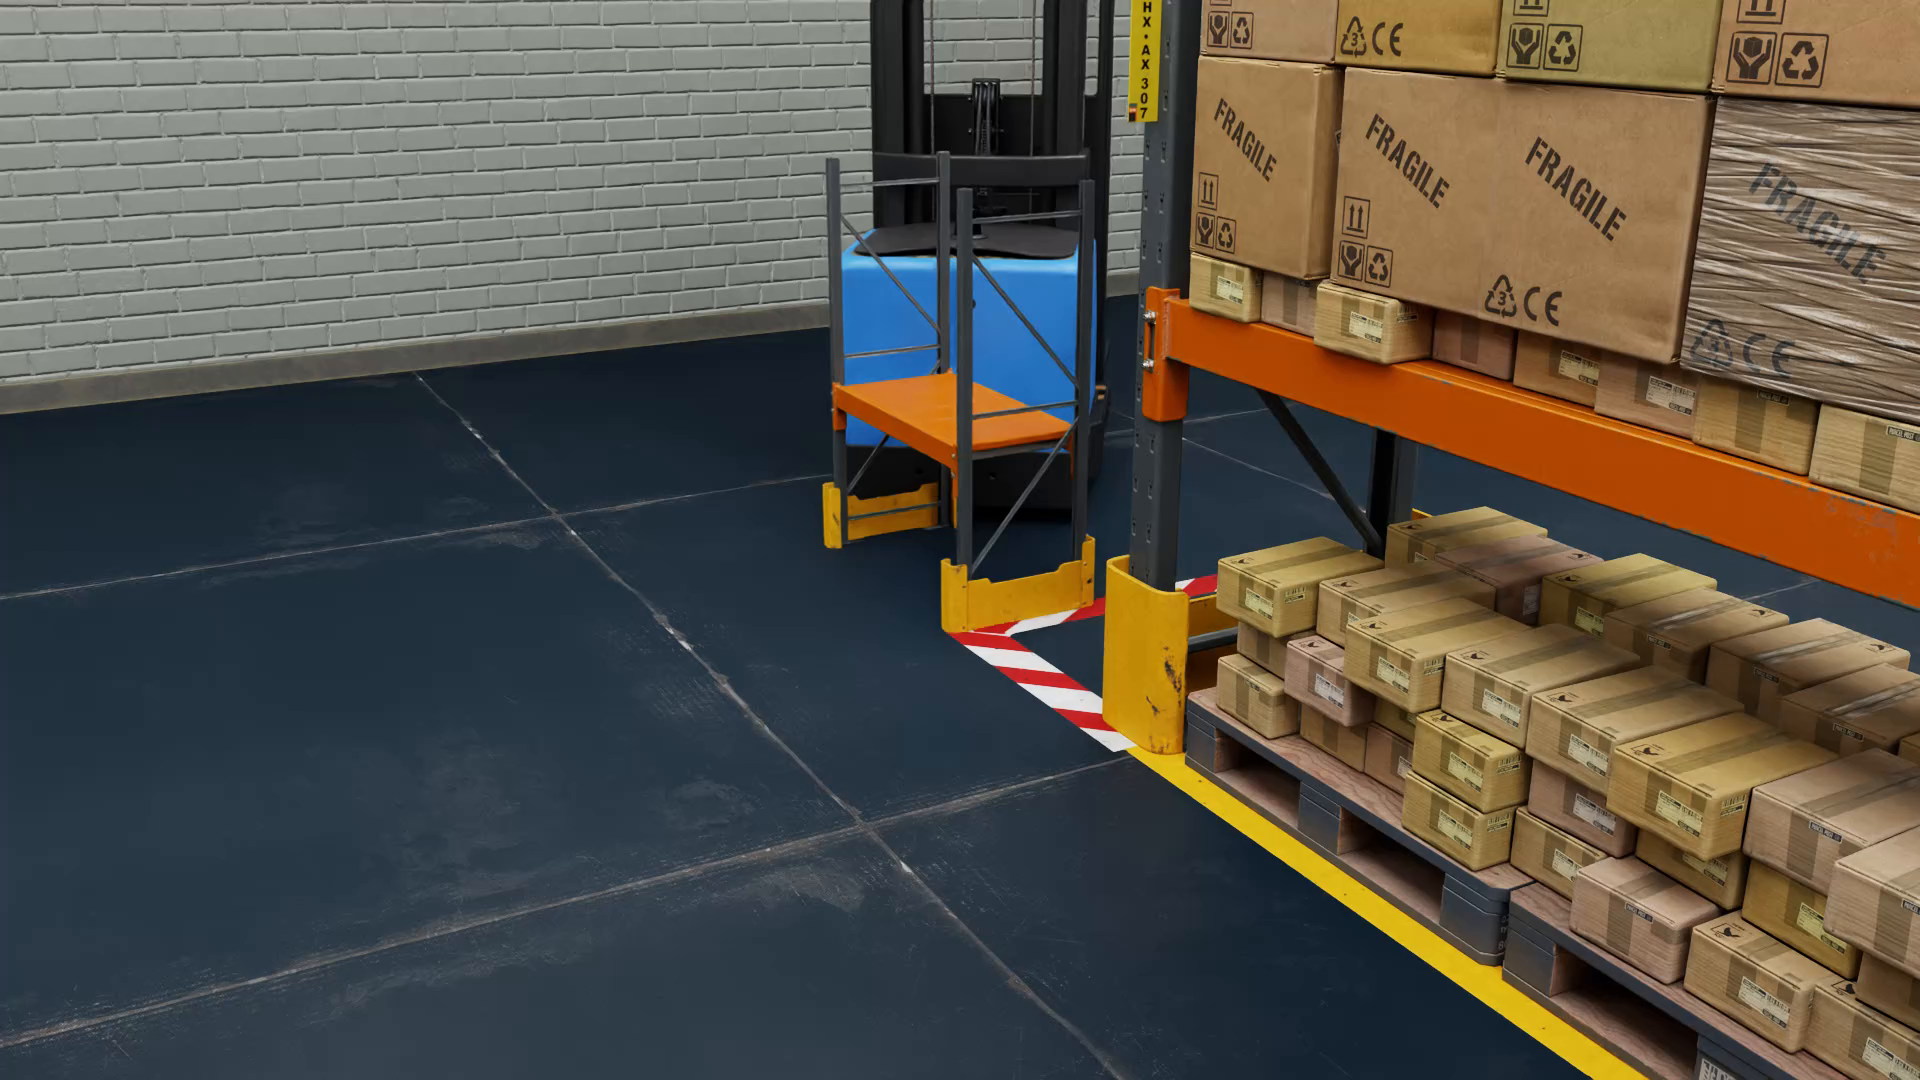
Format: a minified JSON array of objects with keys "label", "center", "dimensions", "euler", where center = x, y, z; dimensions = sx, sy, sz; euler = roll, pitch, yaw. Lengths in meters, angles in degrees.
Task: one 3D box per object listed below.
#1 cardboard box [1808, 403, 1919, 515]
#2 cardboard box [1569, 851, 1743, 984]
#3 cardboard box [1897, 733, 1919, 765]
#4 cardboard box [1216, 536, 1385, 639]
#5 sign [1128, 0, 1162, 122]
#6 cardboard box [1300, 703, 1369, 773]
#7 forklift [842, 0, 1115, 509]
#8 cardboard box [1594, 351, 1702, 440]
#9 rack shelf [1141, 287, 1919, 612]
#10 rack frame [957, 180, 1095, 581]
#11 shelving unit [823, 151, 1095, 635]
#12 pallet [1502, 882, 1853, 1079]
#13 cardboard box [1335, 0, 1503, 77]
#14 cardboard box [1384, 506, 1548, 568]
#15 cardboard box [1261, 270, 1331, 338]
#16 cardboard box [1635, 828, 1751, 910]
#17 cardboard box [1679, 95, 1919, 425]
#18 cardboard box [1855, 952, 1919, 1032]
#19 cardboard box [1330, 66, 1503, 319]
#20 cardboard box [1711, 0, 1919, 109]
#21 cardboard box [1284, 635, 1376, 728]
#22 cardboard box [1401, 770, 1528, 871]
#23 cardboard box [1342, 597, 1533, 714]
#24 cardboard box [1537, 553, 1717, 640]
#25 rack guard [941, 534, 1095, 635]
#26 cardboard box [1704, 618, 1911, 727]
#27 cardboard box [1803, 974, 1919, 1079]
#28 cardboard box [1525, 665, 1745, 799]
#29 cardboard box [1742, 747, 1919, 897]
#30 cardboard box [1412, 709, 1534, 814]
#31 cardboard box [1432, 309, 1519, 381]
[{"label":"cardboard box","center":[1.721,-0.164,2.893],"dimensions":[0.380,0.149,0.250],"euler":[-10,21,-26]},{"label":"cardboard box","center":[1.528,0.768,3.534],"dimensions":[0.380,0.149,0.250],"euler":[-11,22,-29]},{"label":"cardboard box","center":[2.167,0.485,3.442],"dimensions":[0.380,0.149,0.250],"euler":[-10,21,-26]},{"label":"cardboard box","center":[0.918,0.123,4.490],"dimensions":[0.380,0.149,0.250],"euler":[-11,22,-29]},{"label":"sign","center":[0.491,-1.273,4.394],"dimensions":[0.100,0.325,0.005],"euler":[-10,21,-27]},{"label":"cardboard box","center":[1.132,0.464,4.415],"dimensions":[0.380,0.149,0.250],"euler":[-10,21,-27]},{"label":"forklift","center":[0.173,-1.949,7.786],"dimensions":[1.130,2.935,3.031],"euler":[2,19,7]},{"label":"cardboard box","center":[1.515,-0.323,3.354],"dimensions":[0.380,0.149,0.250],"euler":[-10,22,-28]},{"label":"rack shelf","center":[1.918,-0.033,3.233],"dimensions":[1.077,0.370,4.000],"euler":[-10,21,-27]},{"label":"rack frame","center":[0.216,-0.434,5.588],"dimensions":[0.500,1.500,0.032],"euler":[-10,21,-27]},{"label":"shelving unit","center":[-0.029,-0.582,6.019],"dimensions":[0.587,1.500,1.083],"euler":[-10,21,-27]},{"label":"pallet","center":[1.935,0.981,3.465],"dimensions":[1.003,0.211,1.213],"euler":[-10,21,-27]},{"label":"cardboard box","center":[1.193,-1.294,3.642],"dimensions":[0.500,0.500,0.500],"euler":[-9,21,-25]},{"label":"cardboard box","center":[1.443,0.033,4.752],"dimensions":[0.380,0.149,0.250],"euler":[-10,21,-26]},{"label":"cardboard box","center":[0.991,-0.618,4.210],"dimensions":[0.380,0.149,0.250],"euler":[-9,21,-25]},{"label":"cardboard box","center":[1.667,0.618,3.512],"dimensions":[0.380,0.149,0.250],"euler":[-9,21,-24]},{"label":"cardboard box","center":[1.684,-0.526,2.949],"dimensions":[0.500,0.500,0.500],"euler":[-11,22,-28]},{"label":"cardboard box","center":[1.876,0.781,3.041],"dimensions":[0.380,0.149,0.250],"euler":[-11,22,-29]},{"label":"cardboard box","center":[1.215,-0.814,3.783],"dimensions":[0.500,0.500,0.500],"euler":[-10,21,-27]},{"label":"cardboard box","center":[1.666,-0.996,2.777],"dimensions":[0.500,0.500,0.500],"euler":[-11,22,-28]},{"label":"cardboard box","center":[1.072,0.338,4.323],"dimensions":[0.380,0.149,0.250],"euler":[-10,21,-27]},{"label":"cardboard box","center":[1.281,0.625,3.950],"dimensions":[0.380,0.149,0.250],"euler":[-10,21,-26]},{"label":"cardboard box","center":[1.162,0.276,4.048],"dimensions":[0.380,0.149,0.250],"euler":[-10,21,-27]},{"label":"cardboard box","center":[1.746,0.169,4.359],"dimensions":[0.380,0.149,0.250],"euler":[-11,22,-28]},{"label":"rack guard","center":[0.207,0.152,5.808],"dimensions":[0.587,0.250,0.087],"euler":[-10,21,-27]},{"label":"cardboard box","center":[1.990,0.321,3.916],"dimensions":[0.380,0.149,0.250],"euler":[-9,21,-25]},{"label":"cardboard box","center":[1.826,0.908,3.130],"dimensions":[0.380,0.149,0.250],"euler":[-10,21,-26]},{"label":"cardboard box","center":[1.476,0.415,3.644],"dimensions":[0.380,0.149,0.250],"euler":[-9,21,-25]},{"label":"cardboard box","center":[1.764,0.555,3.238],"dimensions":[0.380,0.149,0.250],"euler":[-10,21,-27]},{"label":"cardboard box","center":[1.292,0.485,3.897],"dimensions":[0.380,0.149,0.250],"euler":[-9,21,-25]},{"label":"cardboard box","center":[1.315,-0.480,3.808],"dimensions":[0.380,0.149,0.250],"euler":[-9,21,-24]}]
